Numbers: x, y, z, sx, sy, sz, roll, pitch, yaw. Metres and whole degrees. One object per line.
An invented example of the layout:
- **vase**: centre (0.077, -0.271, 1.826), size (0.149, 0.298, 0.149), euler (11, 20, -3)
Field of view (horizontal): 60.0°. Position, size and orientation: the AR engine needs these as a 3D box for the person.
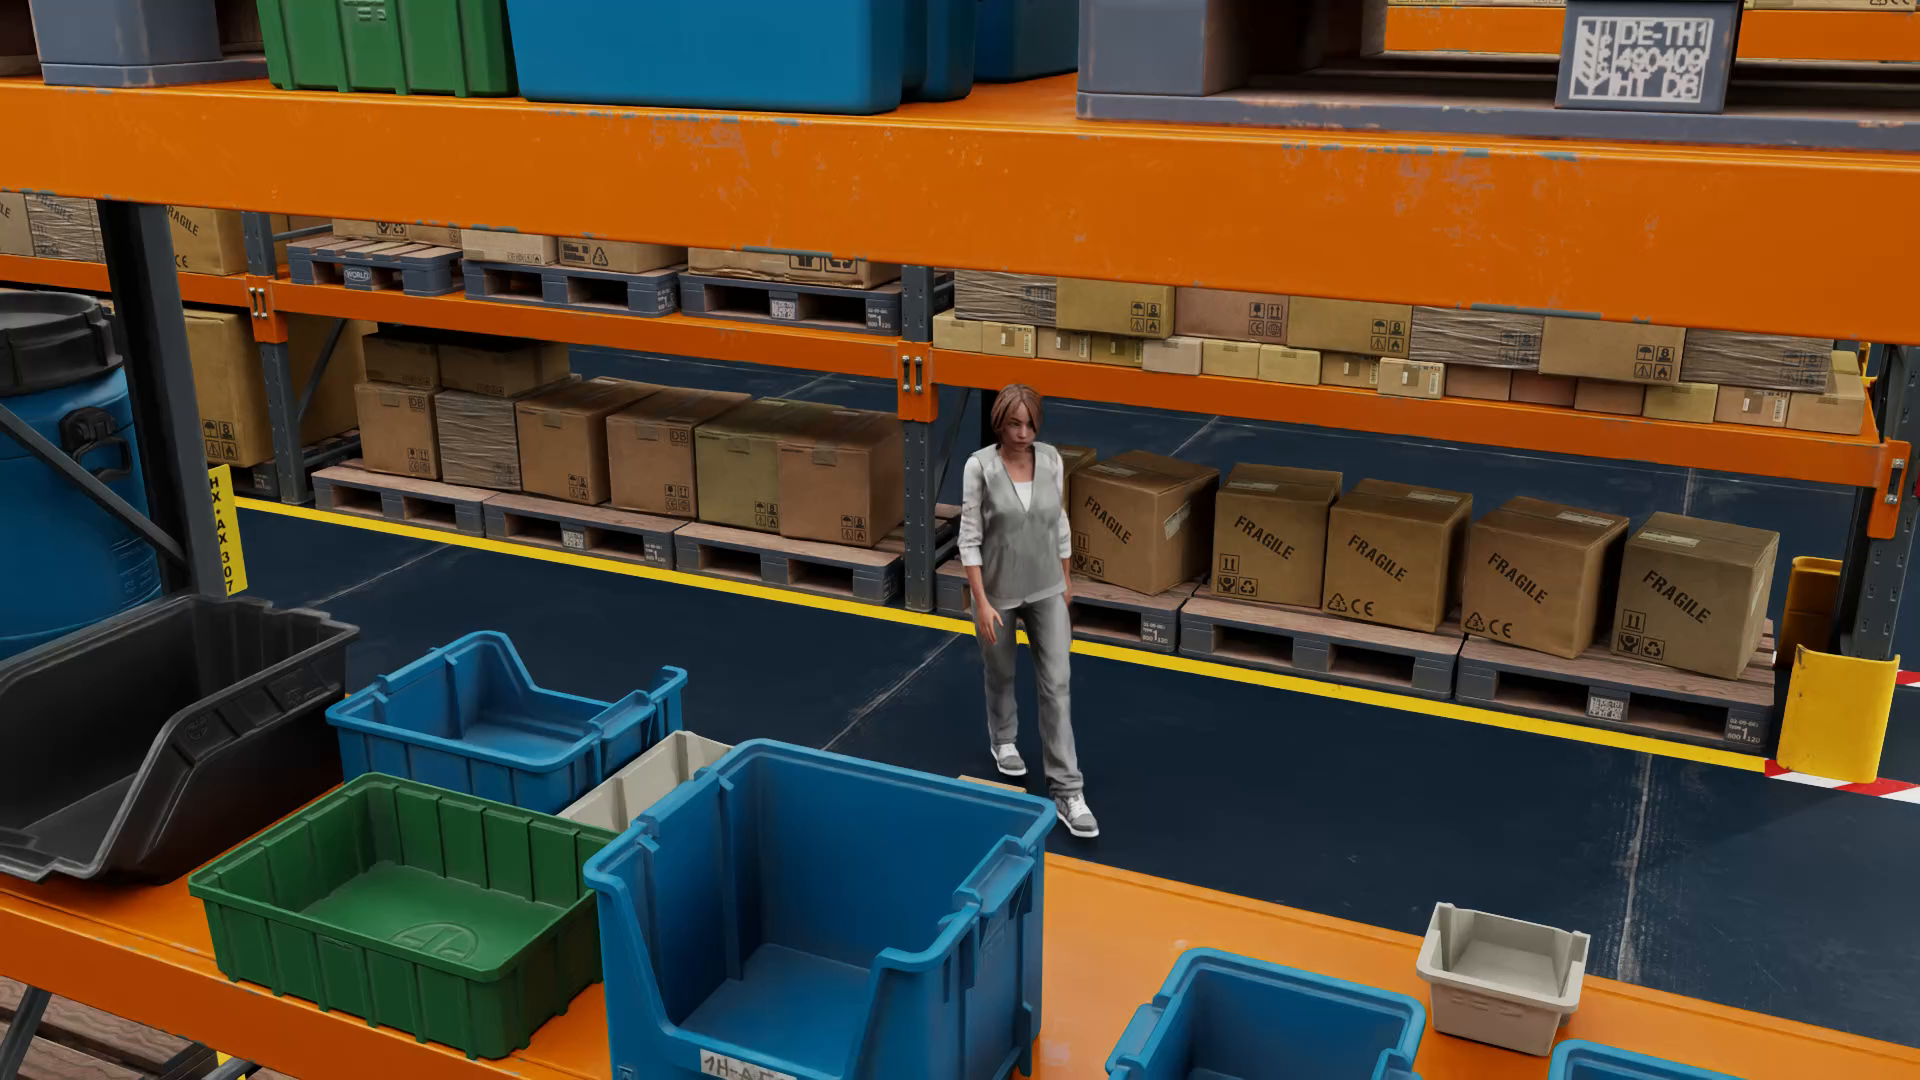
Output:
- **person**: centre (-10.858, -3.836, 10.824), size (25.043, 5.977, 15.927), euler (-3, 20, -8)
